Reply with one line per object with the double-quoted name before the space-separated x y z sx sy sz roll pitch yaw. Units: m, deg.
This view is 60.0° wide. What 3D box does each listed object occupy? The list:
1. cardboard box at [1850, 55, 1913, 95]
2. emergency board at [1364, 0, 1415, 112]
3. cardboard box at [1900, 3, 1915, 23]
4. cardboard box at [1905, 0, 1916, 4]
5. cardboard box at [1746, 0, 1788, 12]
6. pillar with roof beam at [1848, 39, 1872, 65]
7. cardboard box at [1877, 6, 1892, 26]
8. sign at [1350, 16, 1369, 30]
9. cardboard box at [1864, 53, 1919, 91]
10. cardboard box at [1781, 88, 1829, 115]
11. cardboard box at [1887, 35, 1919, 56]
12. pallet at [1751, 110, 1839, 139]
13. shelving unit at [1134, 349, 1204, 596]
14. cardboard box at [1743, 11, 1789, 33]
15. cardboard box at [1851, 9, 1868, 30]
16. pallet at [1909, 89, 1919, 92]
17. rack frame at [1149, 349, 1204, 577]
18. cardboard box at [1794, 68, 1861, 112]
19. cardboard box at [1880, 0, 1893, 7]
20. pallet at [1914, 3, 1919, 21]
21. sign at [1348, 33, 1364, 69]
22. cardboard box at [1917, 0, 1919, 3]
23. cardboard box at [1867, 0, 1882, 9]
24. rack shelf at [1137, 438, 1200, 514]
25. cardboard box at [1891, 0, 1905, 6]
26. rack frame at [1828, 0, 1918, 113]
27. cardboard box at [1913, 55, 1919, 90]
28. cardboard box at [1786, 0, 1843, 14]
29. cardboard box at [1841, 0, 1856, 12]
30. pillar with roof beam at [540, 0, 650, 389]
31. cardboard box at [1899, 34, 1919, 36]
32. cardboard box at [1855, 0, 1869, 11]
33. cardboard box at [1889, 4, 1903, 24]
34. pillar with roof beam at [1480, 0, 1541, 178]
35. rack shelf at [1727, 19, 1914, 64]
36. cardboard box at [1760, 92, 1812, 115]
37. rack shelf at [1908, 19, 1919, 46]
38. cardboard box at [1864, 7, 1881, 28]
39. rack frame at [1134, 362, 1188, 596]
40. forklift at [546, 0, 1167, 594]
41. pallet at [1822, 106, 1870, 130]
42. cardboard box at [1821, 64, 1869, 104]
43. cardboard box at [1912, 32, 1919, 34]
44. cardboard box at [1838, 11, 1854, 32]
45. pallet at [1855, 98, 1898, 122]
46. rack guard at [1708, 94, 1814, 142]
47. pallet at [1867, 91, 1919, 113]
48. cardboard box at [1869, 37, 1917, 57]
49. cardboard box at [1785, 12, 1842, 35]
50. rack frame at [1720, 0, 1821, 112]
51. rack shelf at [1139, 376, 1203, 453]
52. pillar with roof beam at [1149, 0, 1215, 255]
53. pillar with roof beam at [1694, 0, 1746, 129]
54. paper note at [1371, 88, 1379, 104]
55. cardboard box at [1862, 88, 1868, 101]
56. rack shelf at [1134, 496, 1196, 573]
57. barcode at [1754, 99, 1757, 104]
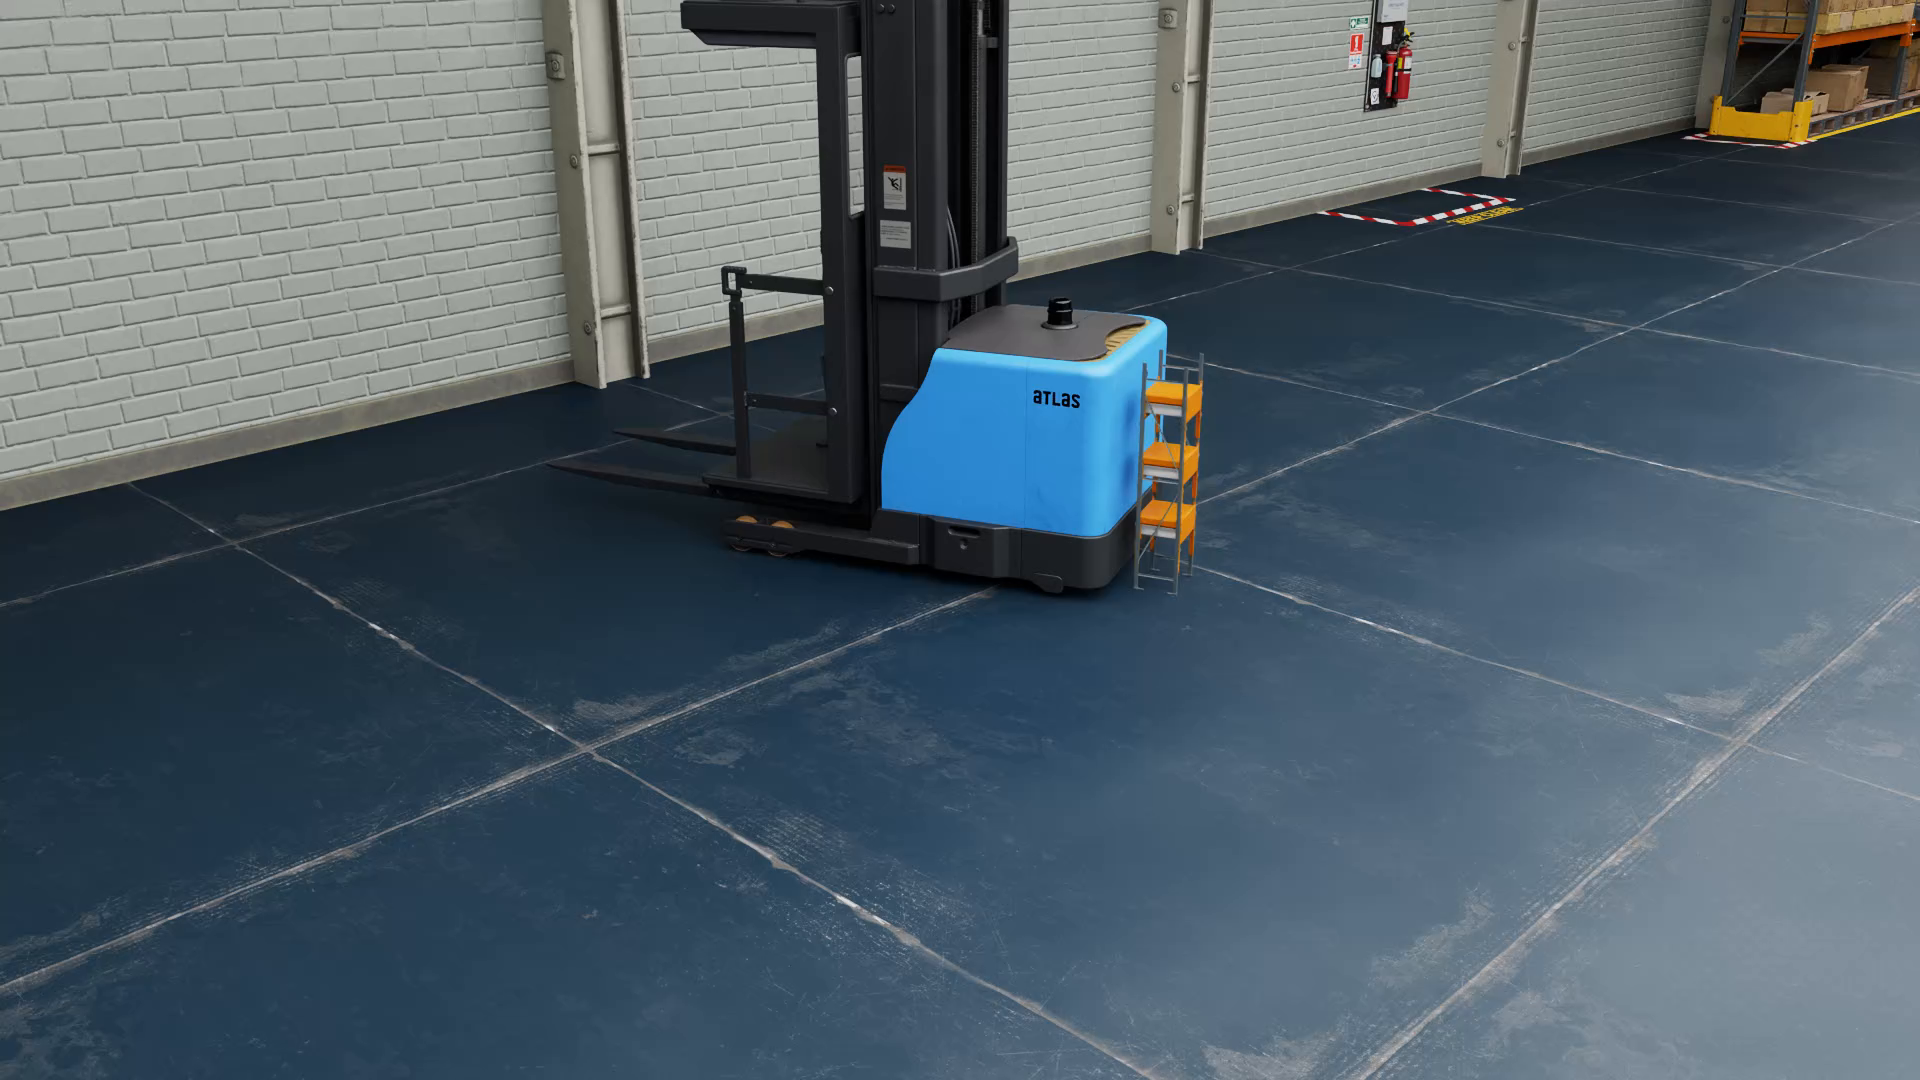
"cardboard box" 13.716 -6.941 24.824 0.500 0.500 0.700 -19 28 -40
"emergency board" 4.356 -4.910 16.667 0.194 1.169 0.643 19 28 41
"cardboard box" 13.101 -7.451 23.461 0.500 0.250 0.500 19 28 41
"cardboard box" 13.106 -7.800 23.323 0.500 0.500 0.500 19 28 41
"cardboard box" 10.601 -7.145 21.619 0.500 0.500 0.500 19 28 40
"pillar with roof beam" 17.563 -10.343 22.441 9.100 9.000 0.400 19 28 41
"cardboard box" 12.408 -7.192 22.787 0.500 0.250 0.500 19 28 40
"sign" 3.906 -5.056 16.261 0.001 0.109 0.331 19 28 41
"cardboard box" 14.041 -7.087 25.203 0.700 0.500 0.500 19 28 40
"cardboard box" 11.369 -5.933 22.465 0.500 0.311 0.500 -17 27 -38
"cardboard box" 14.381 -7.540 25.337 0.500 0.250 0.500 18 28 39
"pallet" 11.069 -5.599 22.348 1.003 0.211 1.213 19 28 41
"shelving unit" 0.924 -0.297 7.383 0.215 1.050 0.252 9 23 21
"cardboard box" 10.611 -6.789 21.739 0.500 0.250 0.500 -20 28 -41
"cardboard box" 11.704 -6.933 22.113 0.500 0.250 0.500 19 28 40
"pallet" 14.608 -6.924 25.793 1.003 0.211 1.213 19 28 41
"rack frame" 0.972 -0.337 7.488 0.200 1.050 0.008 9 23 21
"cardboard box" 11.916 -6.198 22.890 0.700 0.500 0.500 17 27 37
"cardboard box" 12.403 -7.543 22.656 0.500 0.500 0.500 18 28 39
"pallet" 13.852 -7.780 24.402 1.003 0.211 1.213 19 28 41
"sign" 3.896 -4.810 16.358 0.001 0.329 0.234 19 28 41
"cardboard box" 13.594 -8.084 24.173 0.700 0.500 0.500 19 28 41
"cardboard box" 12.041 -7.410 22.307 0.500 0.500 0.500 -19 28 -40
"rack shelf" 0.924 -0.287 7.387 0.215 0.259 0.240 9 23 21
"cardboard box" 12.762 -7.670 22.985 0.500 0.500 0.500 19 28 40
"rack frame" 13.214 -7.710 23.952 1.000 3.000 0.127 19 28 41
"cardboard box" 14.425 -7.208 25.517 0.700 0.500 0.500 20 28 41
"cardboard box" 10.972 -7.018 21.289 0.500 0.500 0.500 19 28 41
"cardboard box" 11.324 -7.143 21.613 0.500 0.500 0.500 19 28 41
"pillar with roof beam" 0.820 -4.174 6.390 9.100 9.000 0.400 19 28 41
"cardboard box" 14.742 -7.664 25.659 0.500 0.250 0.500 19 28 40
"cardboard box" 11.689 -7.274 21.954 0.500 0.500 0.500 18 27 39
"cardboard box" 12.748 -7.325 23.133 0.500 0.250 0.500 19 28 41
"pillar with roof beam" 9.191 -7.258 14.416 9.100 9.000 0.400 19 28 41
"rack shelf" 11.819 -6.860 22.743 1.077 0.370 4.000 19 28 41
"cardboard box" 10.971 -5.787 22.084 0.500 0.311 0.500 15 26 35
"rack shelf" 14.610 -7.888 25.418 1.077 0.370 4.000 19 28 41
"cardboard box" 12.058 -7.062 22.449 0.500 0.250 0.500 20 28 41
"rack frame" 0.876 -0.257 7.279 0.200 1.050 0.008 9 23 21
"forklift" -0.584 -1.454 7.771 3.031 2.935 1.130 8 23 21
"pallet" 11.920 -5.911 23.160 1.003 0.211 1.213 19 28 41
"cardboard box" 12.519 -6.471 23.601 0.500 0.500 0.500 17 27 37
"cardboard box" 15.097 -7.797 26.006 0.500 0.250 0.500 -20 28 -41
"cardboard box" 11.344 -6.804 21.776 0.500 0.250 0.500 18 28 39
"pallet" 12.771 -6.226 23.980 1.003 0.211 1.213 19 28 41
"rack guard" 10.477 -5.534 21.776 1.175 0.500 0.348 19 28 41
"pallet" 13.757 -6.608 24.974 1.003 0.211 1.213 19 28 41
"cardboard box" 14.021 -7.406 24.986 0.500 0.250 0.500 19 28 40
"cardboard box" 10.992 -6.667 21.419 0.500 0.250 0.500 18 28 39
"rack frame" 10.424 -6.681 21.277 1.000 3.000 0.127 19 28 41
"rack shelf" 0.924 -0.552 7.285 0.215 0.259 0.240 9 23 21
"pillar with roof beam" 5.006 -5.716 10.403 9.100 9.000 0.400 19 28 41
"pillar with roof beam" 13.377 -8.801 18.428 9.100 9.000 0.400 19 28 41
"paper note" 4.183 -4.470 16.752 0.016 0.148 0.142 19 28 41
"cardboard box" 12.863 -6.447 24.004 0.380 0.166 0.250 15 26 34
"rack shelf" 0.924 -0.027 7.487 0.215 0.259 0.240 9 23 21
"barcode" 10.697 -5.896 22.355 0.001 0.075 0.075 19 28 41
